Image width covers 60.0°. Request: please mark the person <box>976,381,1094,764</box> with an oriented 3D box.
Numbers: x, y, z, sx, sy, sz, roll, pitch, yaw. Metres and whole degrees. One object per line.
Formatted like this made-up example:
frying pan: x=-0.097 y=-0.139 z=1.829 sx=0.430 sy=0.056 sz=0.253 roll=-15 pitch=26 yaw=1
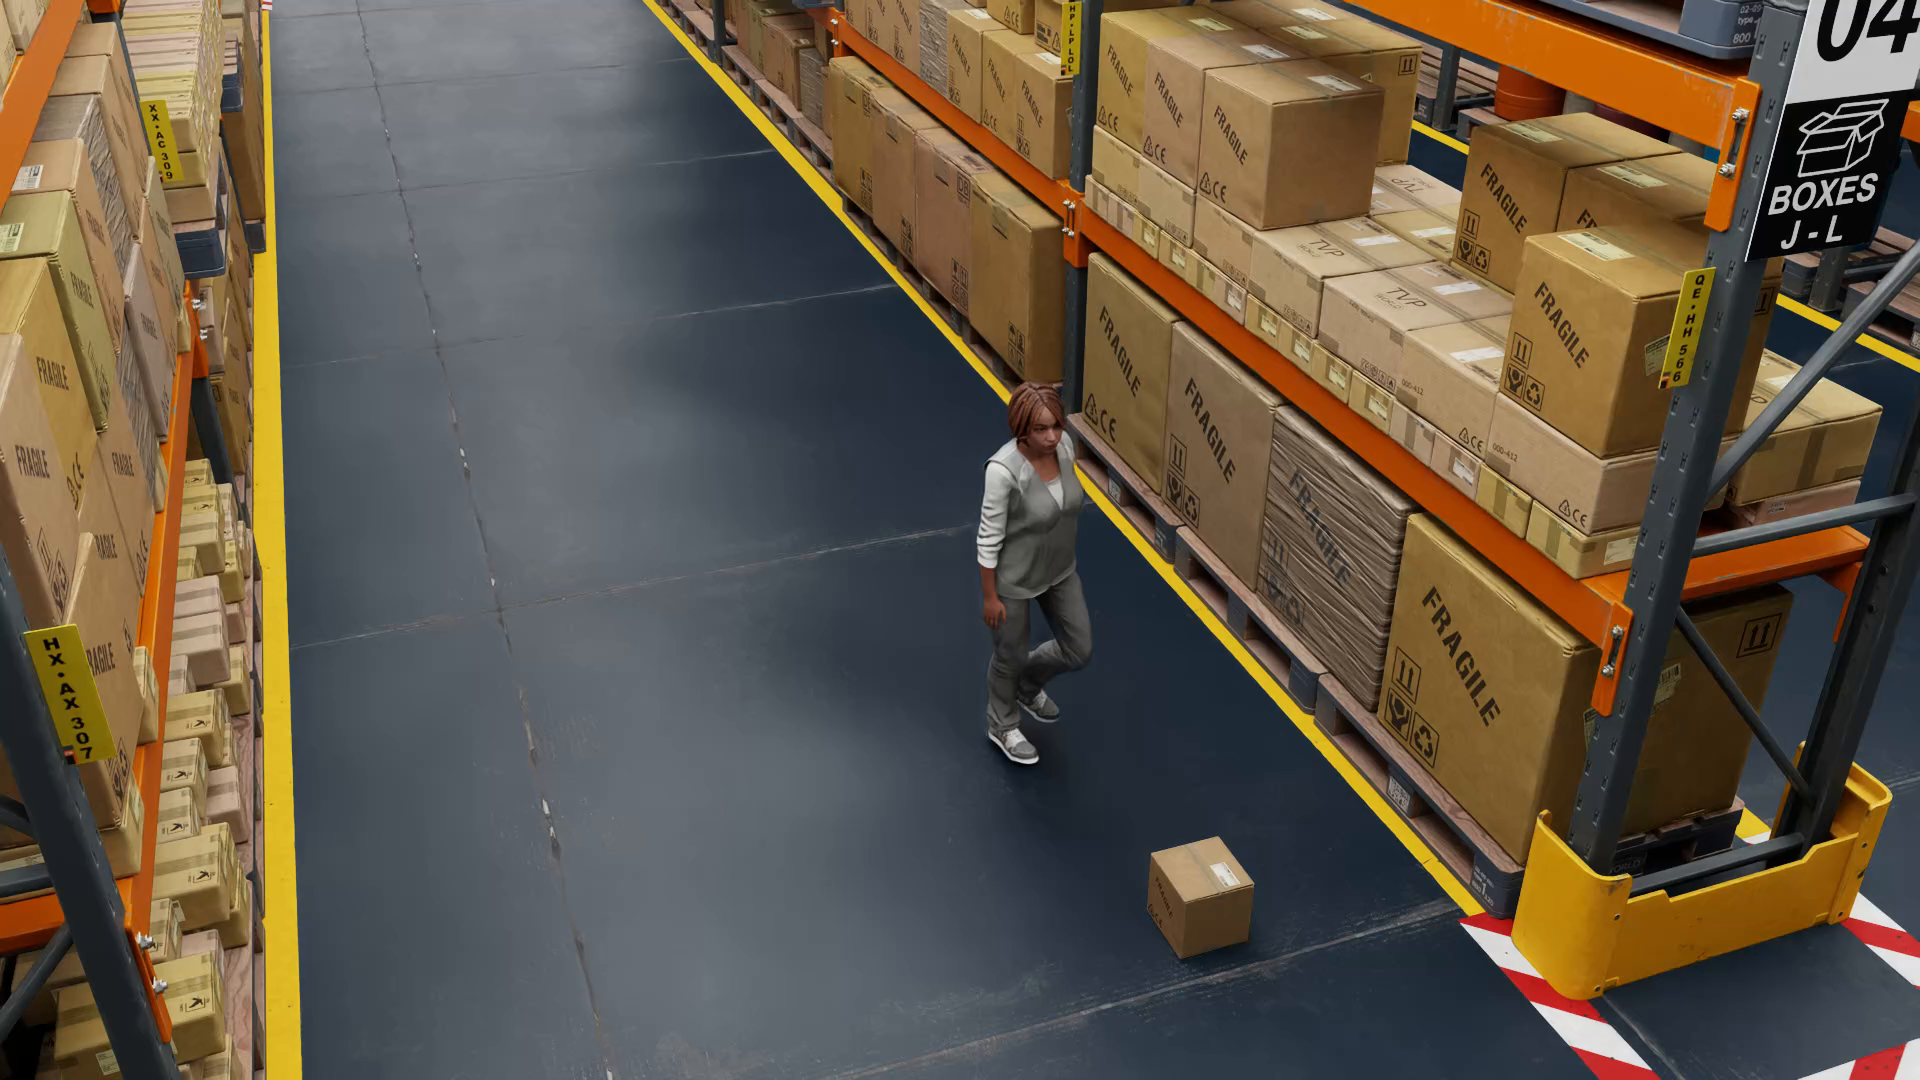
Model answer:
person: x=0.227 y=0.130 z=5.892 sx=0.450 sy=1.587 sz=0.420 roll=-21 pitch=36 yaw=-32
